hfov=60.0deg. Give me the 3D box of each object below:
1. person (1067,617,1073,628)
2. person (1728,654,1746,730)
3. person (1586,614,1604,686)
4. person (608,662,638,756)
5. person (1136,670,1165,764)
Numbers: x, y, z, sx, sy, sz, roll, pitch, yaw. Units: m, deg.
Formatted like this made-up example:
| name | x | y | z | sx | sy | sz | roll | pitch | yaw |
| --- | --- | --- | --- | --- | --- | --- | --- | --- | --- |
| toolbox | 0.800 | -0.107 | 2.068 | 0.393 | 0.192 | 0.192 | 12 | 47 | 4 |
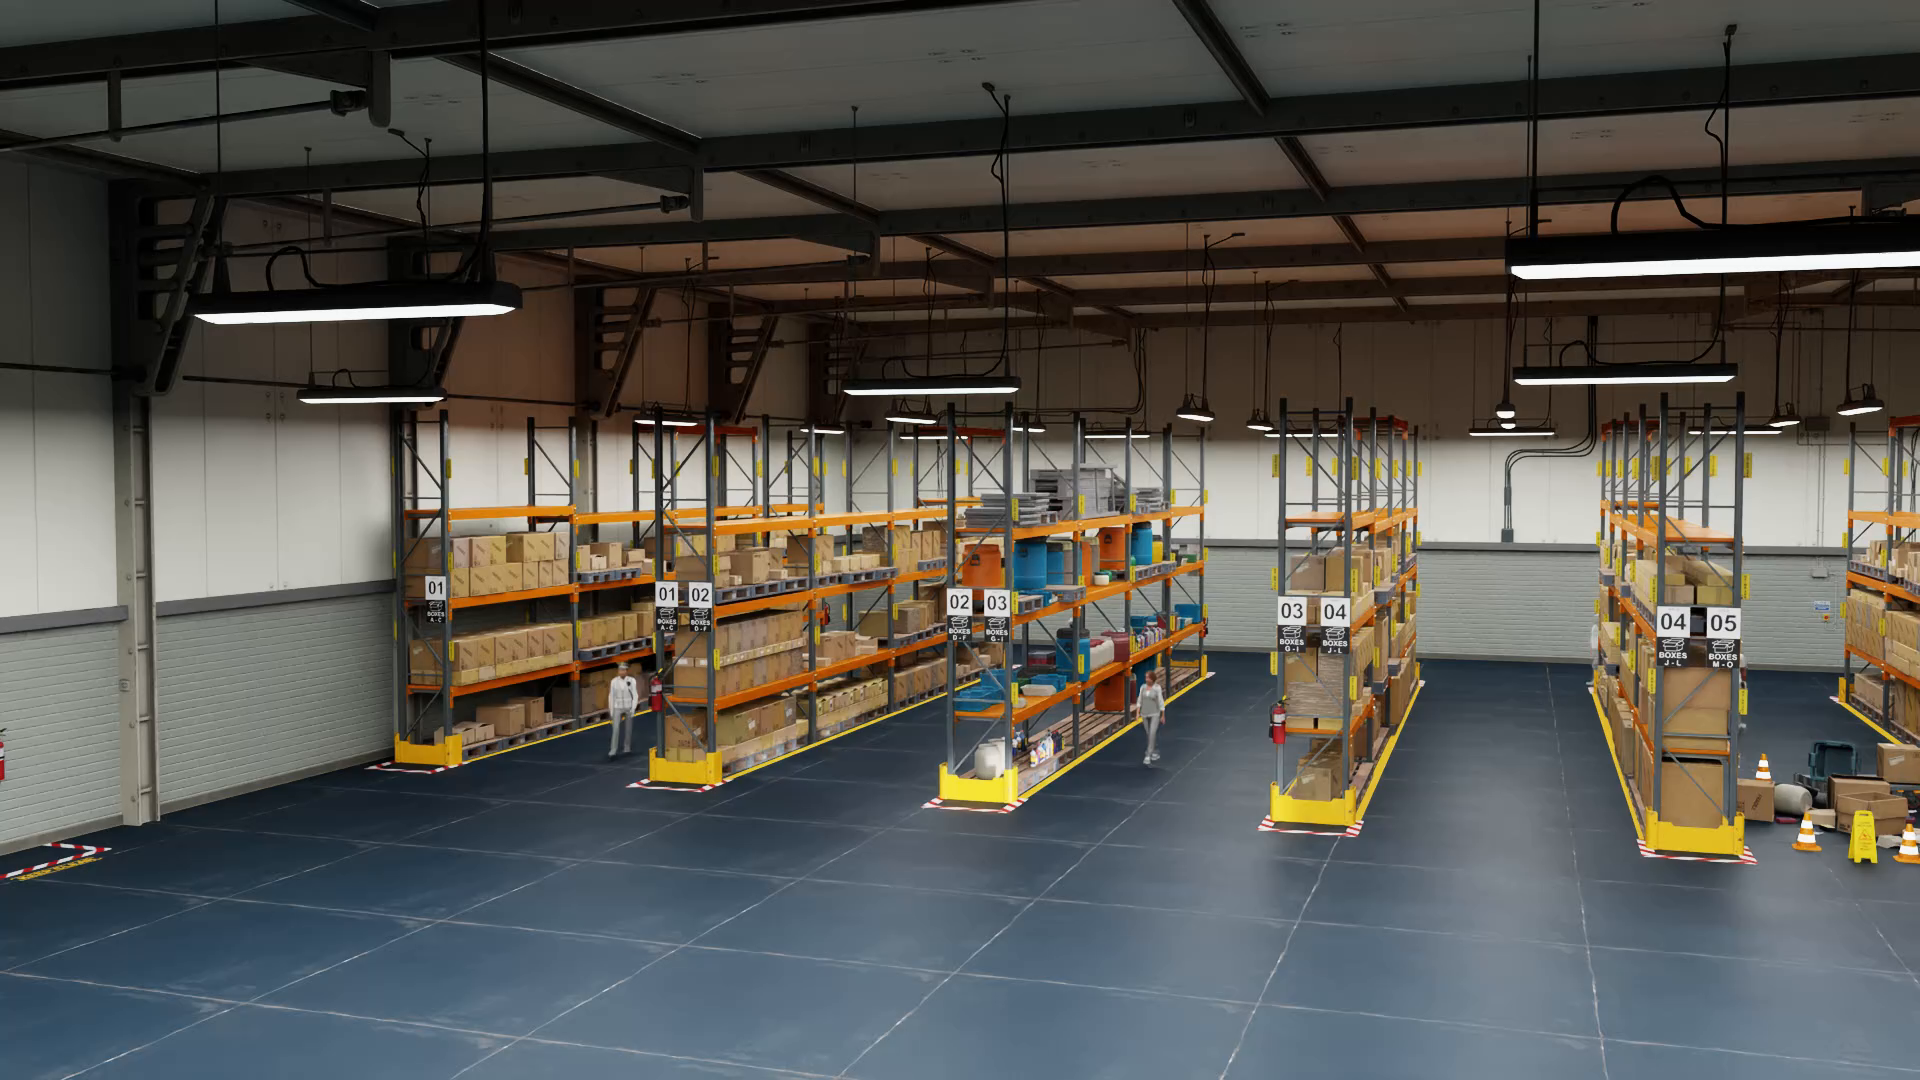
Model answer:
| name | x | y | z | sx | sy | sz | roll | pitch | yaw |
| --- | --- | --- | --- | --- | --- | --- | --- | --- | --- |
| person | 2.544 | 2.570 | 37.199 | 0.501 | 1.686 | 0.507 | 1 | 3 | 21 |
| person | 14.766 | 2.750 | 31.892 | 0.583 | 1.784 | 0.553 | 1 | 3 | 17 |
| person | 14.791 | 2.482 | 38.297 | 0.921 | 1.744 | 0.553 | -1 | 3 | -13 |
| person | -5.849 | 2.923 | 28.850 | 0.524 | 1.627 | 1.018 | -1 | 3 | -13 |
| person | 3.190 | 2.990 | 28.165 | 0.440 | 1.561 | 0.889 | 2 | 3 | 34 |
